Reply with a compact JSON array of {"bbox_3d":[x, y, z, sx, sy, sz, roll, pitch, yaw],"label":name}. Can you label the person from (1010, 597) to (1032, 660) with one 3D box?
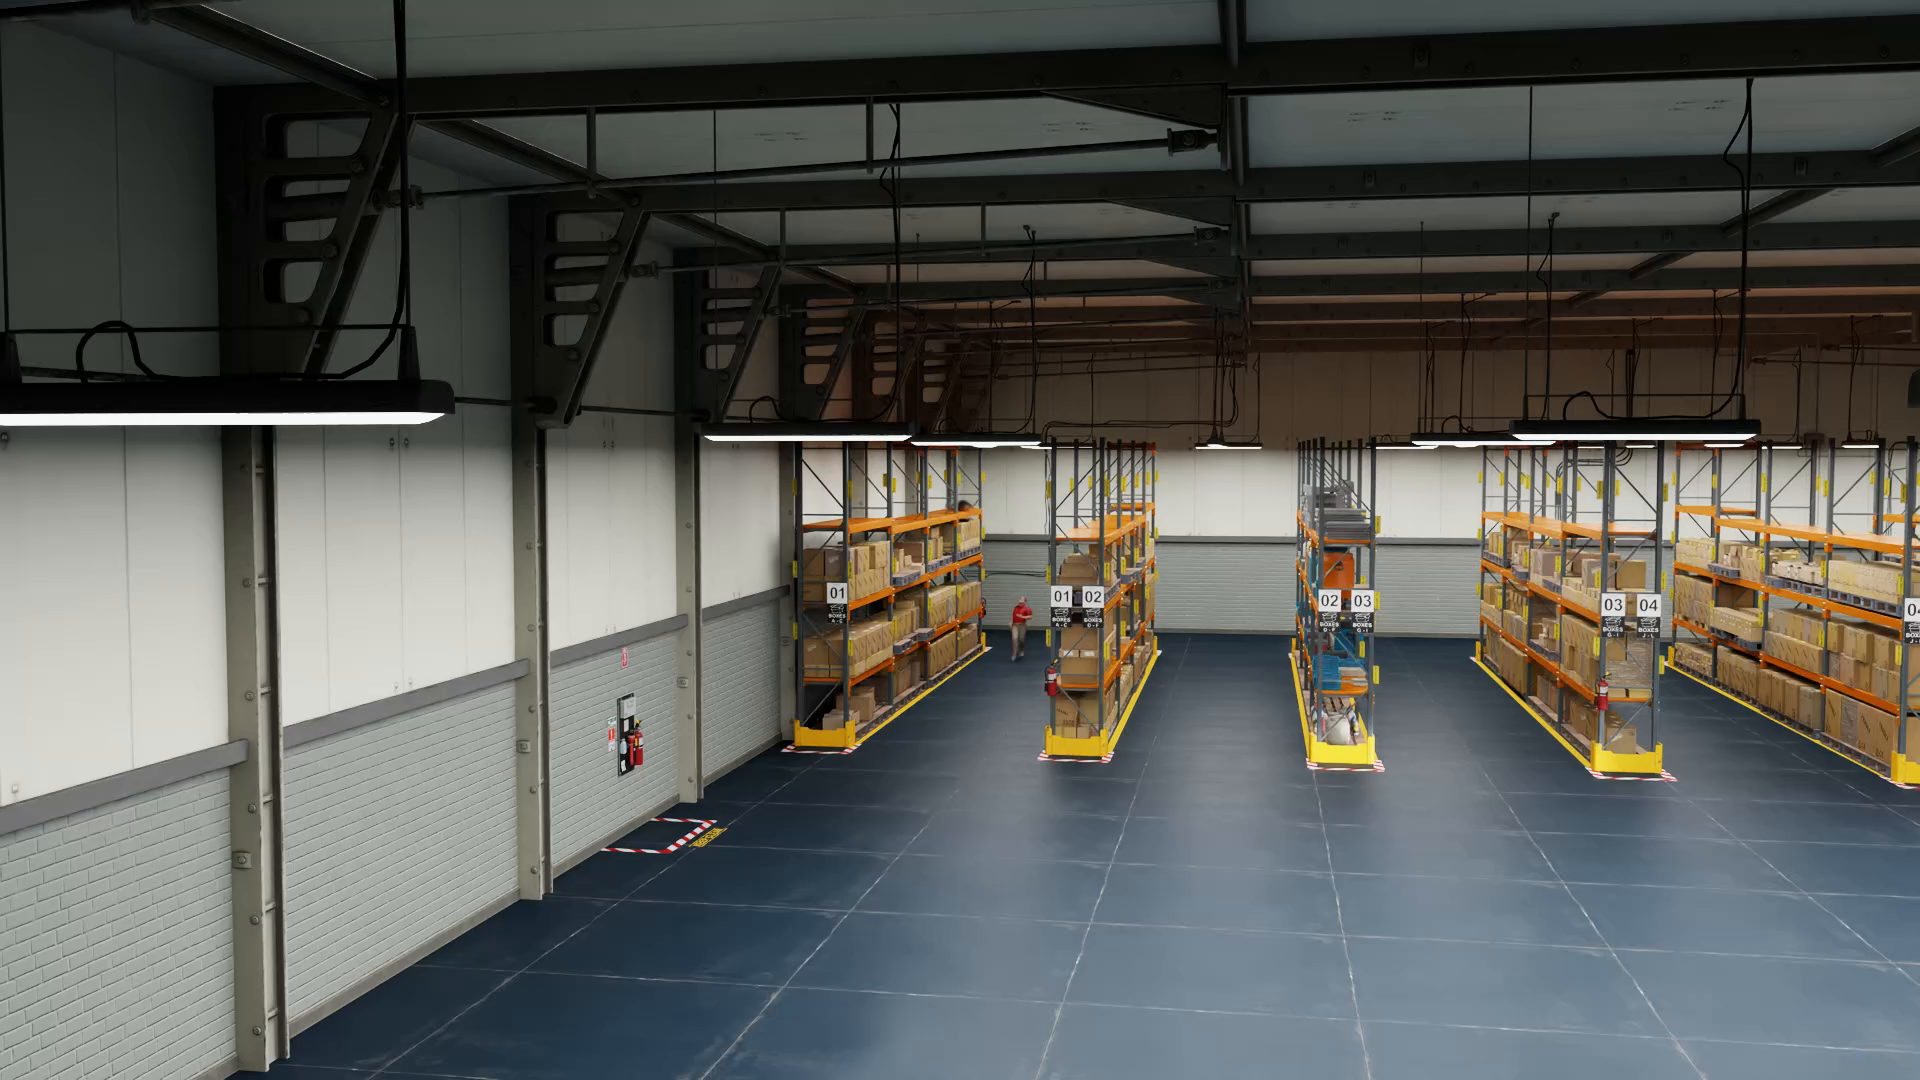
[{"bbox_3d":[1.673,2.427,45.851,0.629,1.685,0.993,0,3,8],"label":"person"}]
